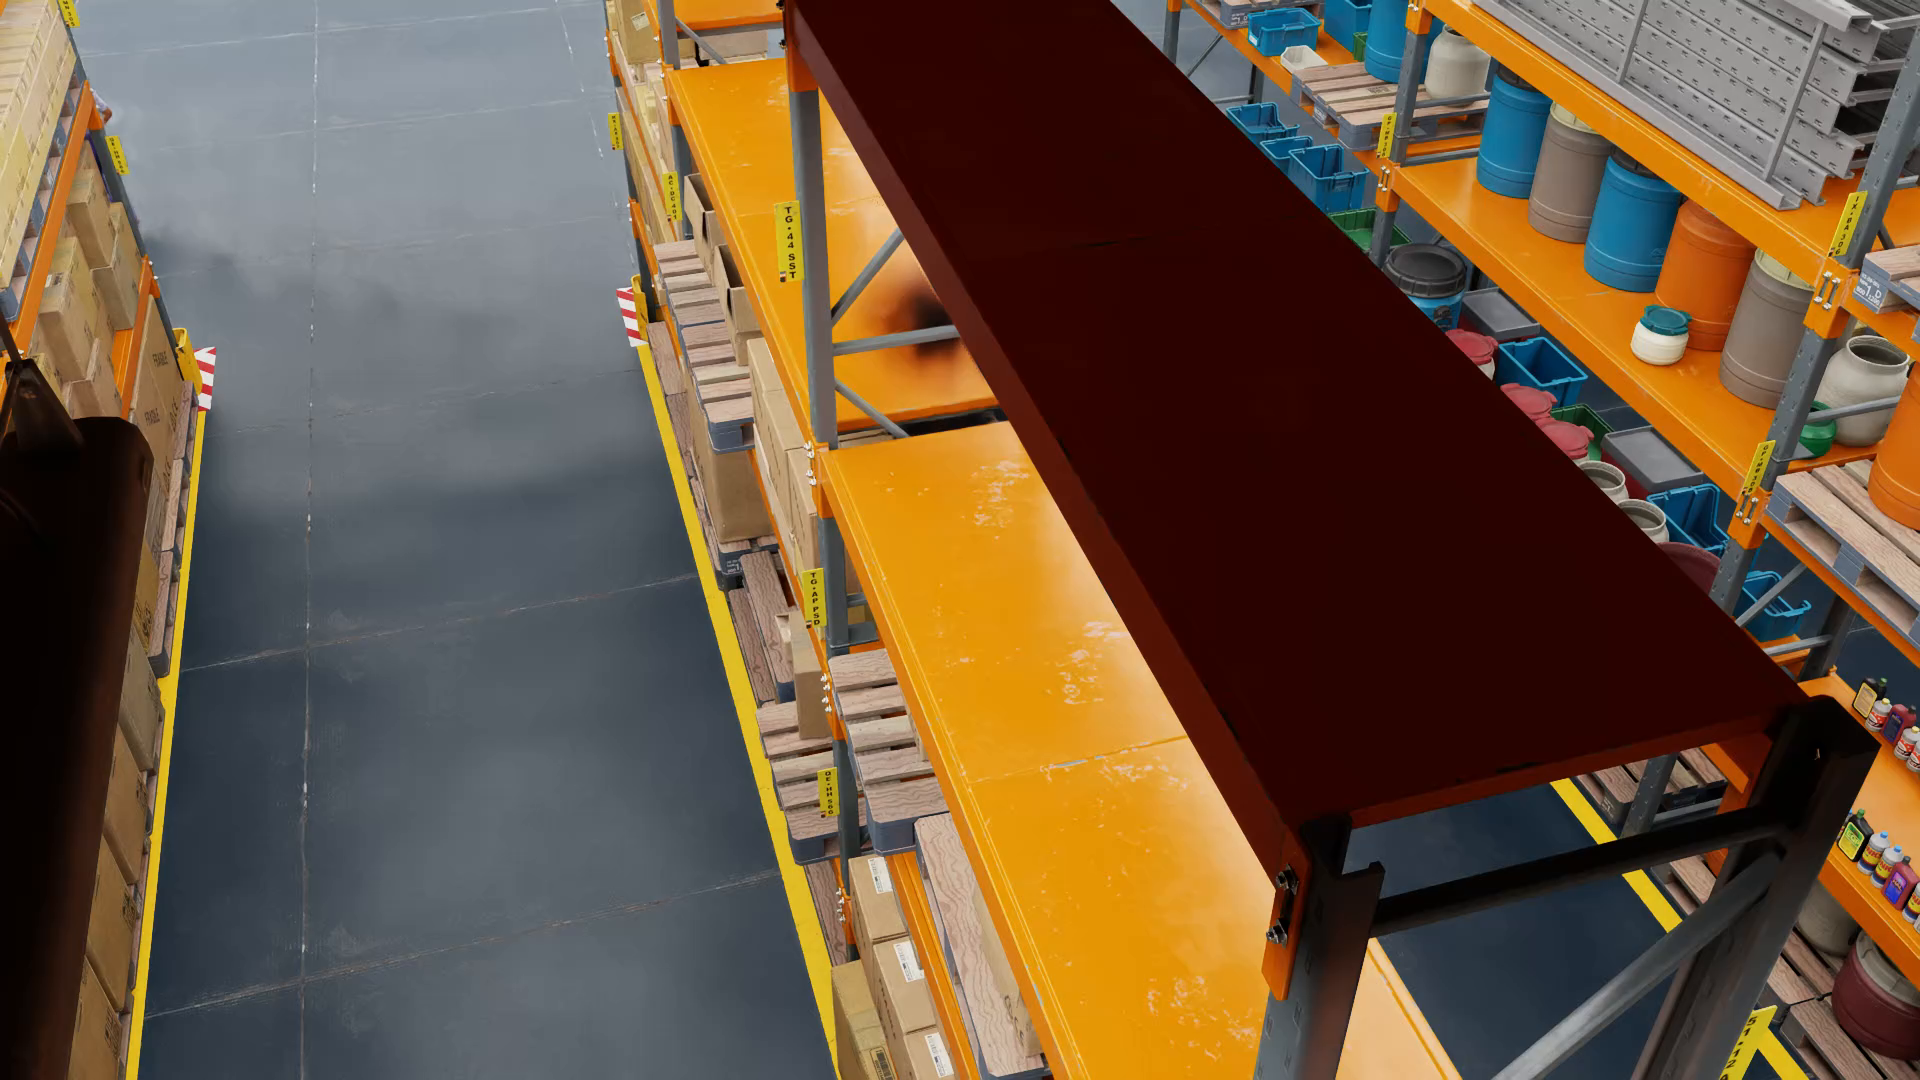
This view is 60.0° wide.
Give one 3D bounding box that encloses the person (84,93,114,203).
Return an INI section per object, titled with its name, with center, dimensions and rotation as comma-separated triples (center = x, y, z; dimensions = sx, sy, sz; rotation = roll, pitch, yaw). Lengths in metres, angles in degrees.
[person]
center = -8.579, -3.844, 16.388
dimensions = 0.631, 1.628, 0.614
rotation = 19, 42, 22
